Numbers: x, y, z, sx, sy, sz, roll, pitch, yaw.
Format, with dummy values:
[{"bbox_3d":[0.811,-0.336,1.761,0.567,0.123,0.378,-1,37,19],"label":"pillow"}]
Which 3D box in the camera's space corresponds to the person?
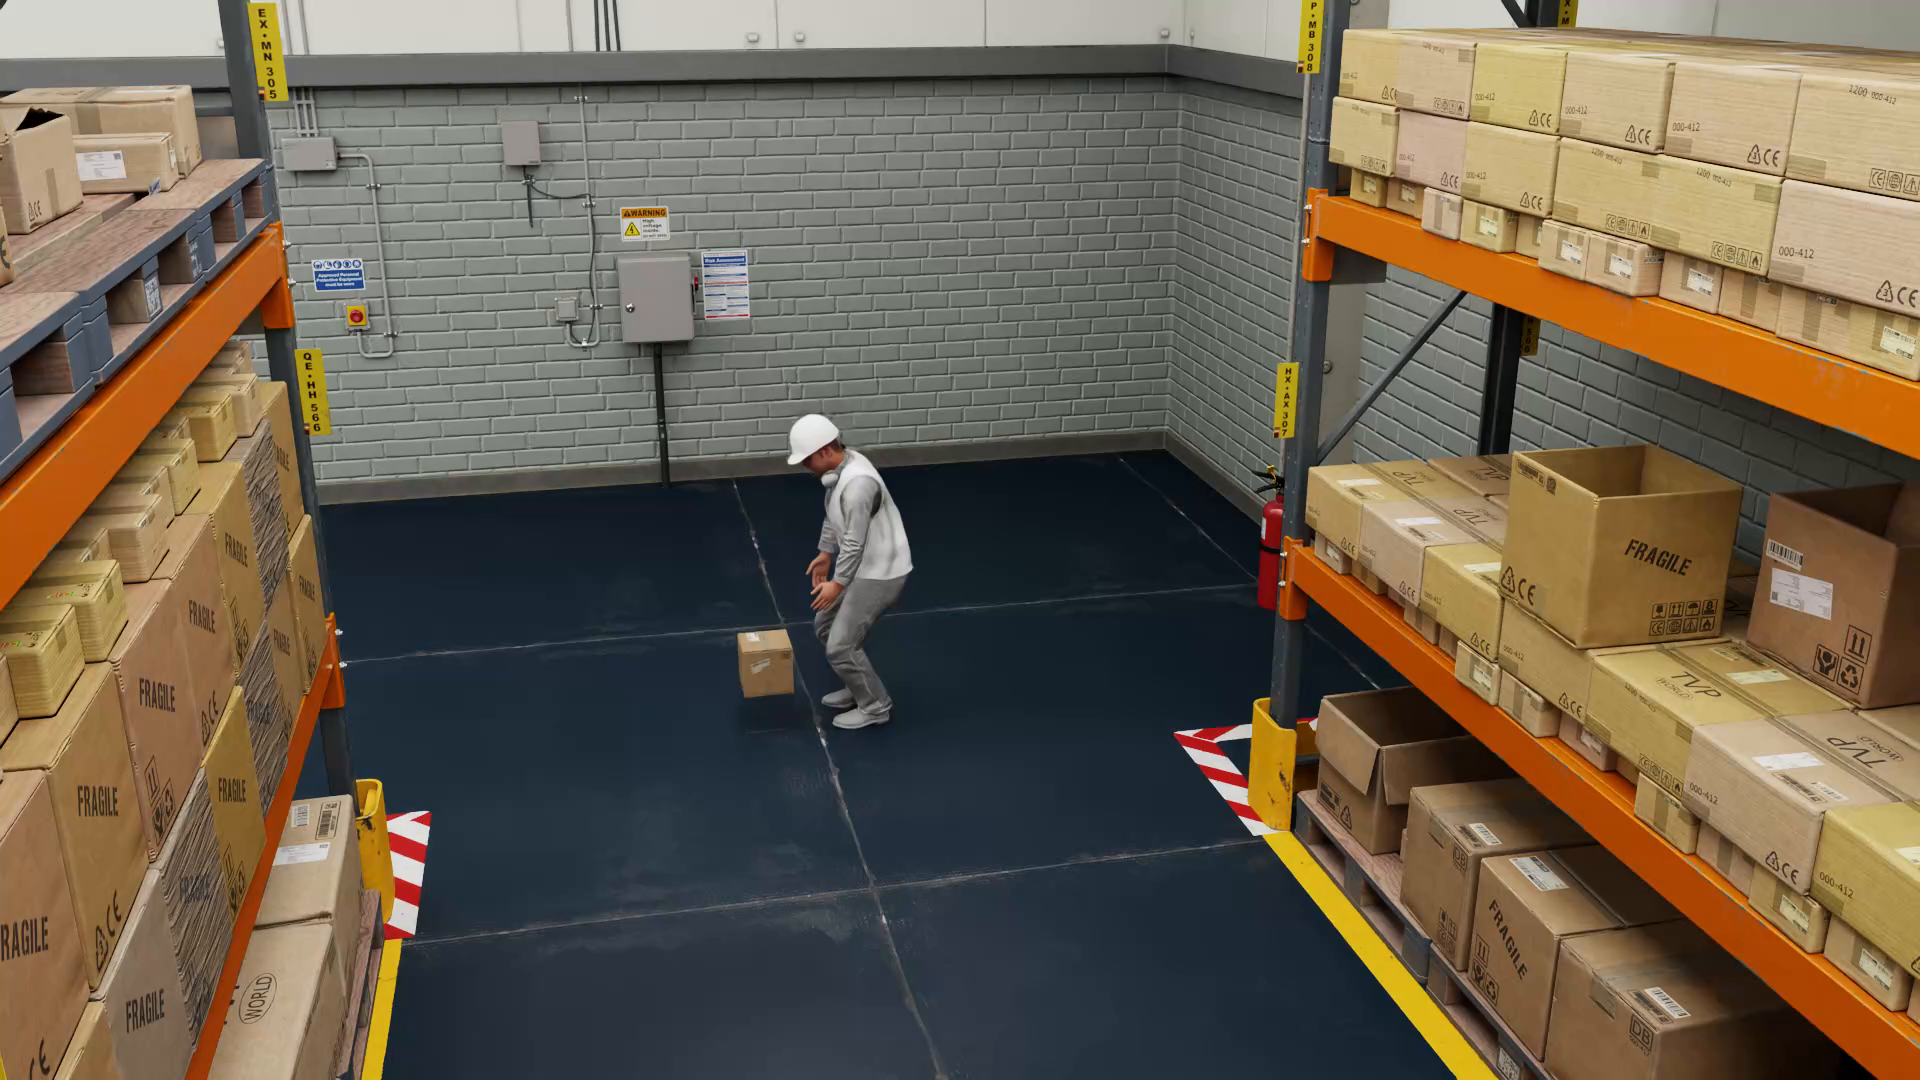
[{"bbox_3d":[-0.544,0.150,8.339,0.604,1.628,0.581,-4,20,-12],"label":"person"}]
